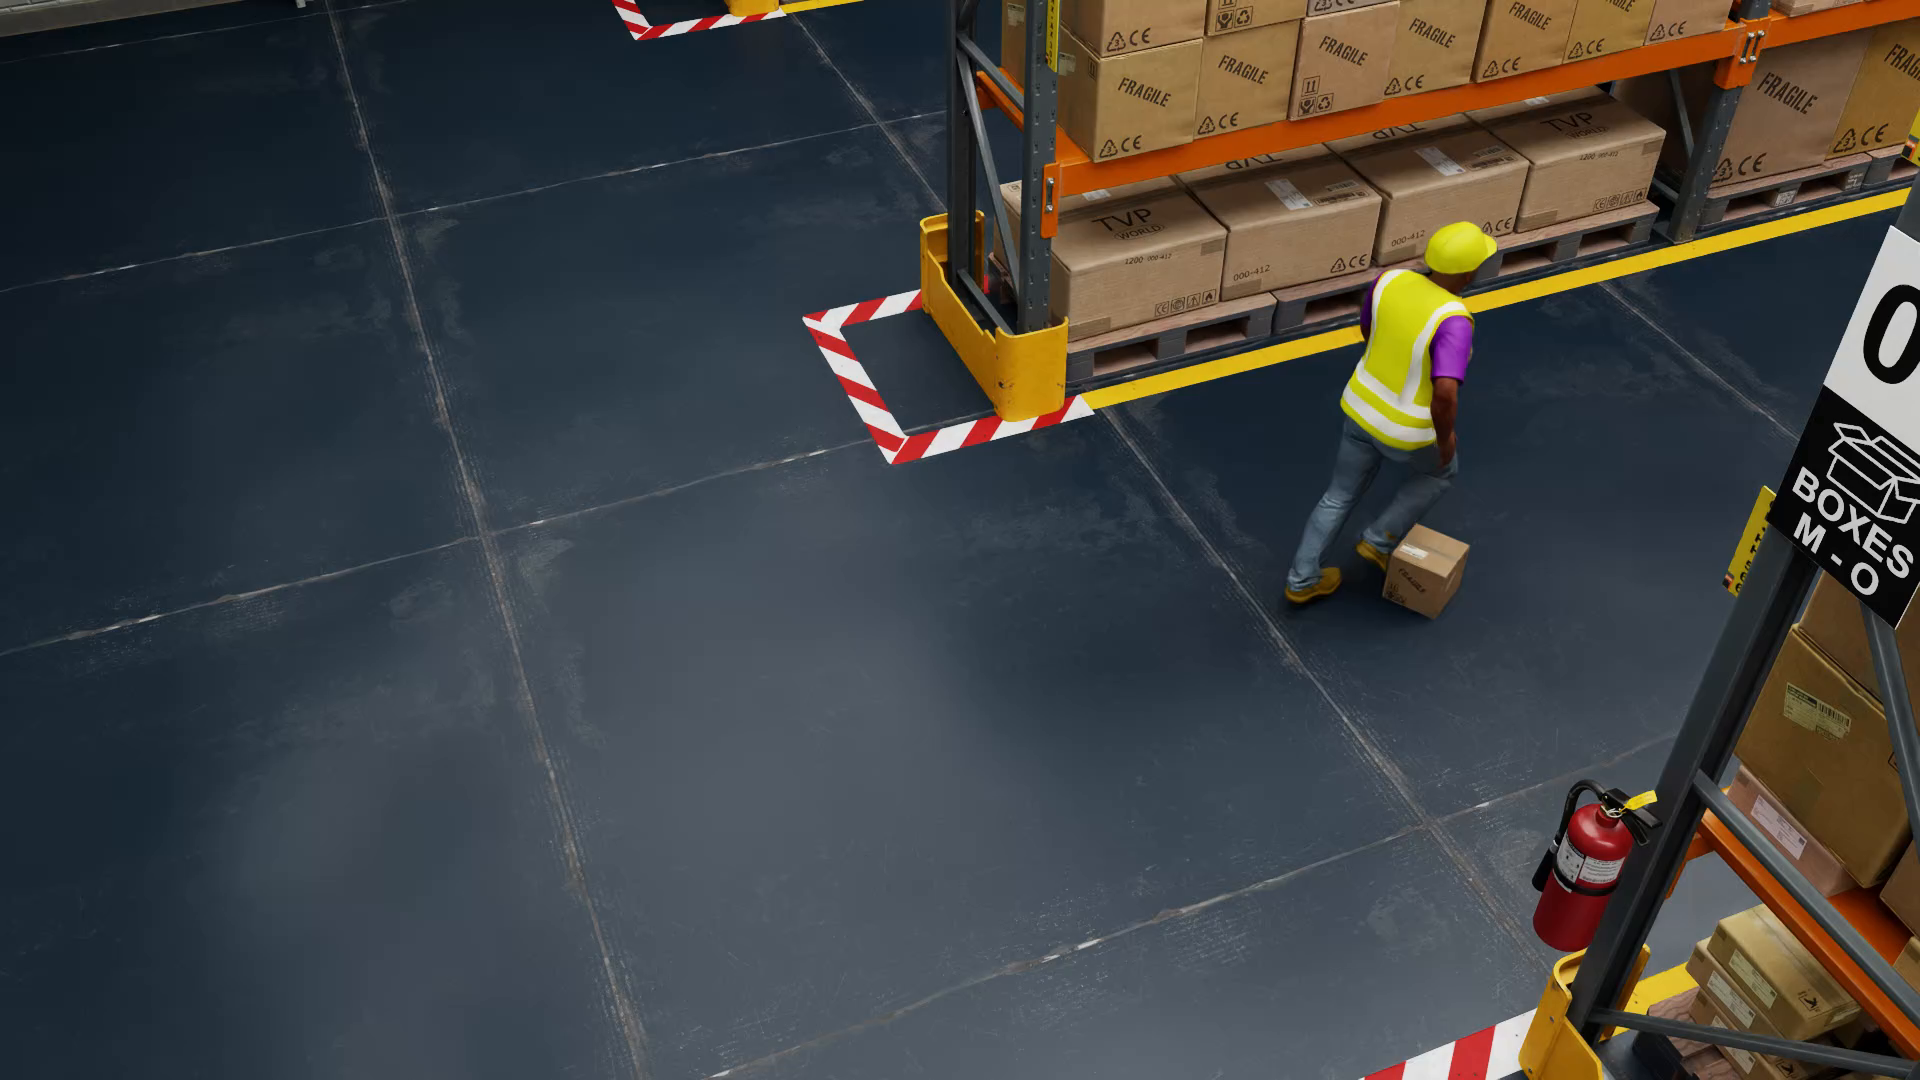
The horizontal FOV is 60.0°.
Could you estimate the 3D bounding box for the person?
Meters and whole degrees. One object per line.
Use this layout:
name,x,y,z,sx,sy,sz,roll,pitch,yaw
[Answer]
person,1.753,-0.467,6.725,0.829,1.717,0.708,-24,47,-24
